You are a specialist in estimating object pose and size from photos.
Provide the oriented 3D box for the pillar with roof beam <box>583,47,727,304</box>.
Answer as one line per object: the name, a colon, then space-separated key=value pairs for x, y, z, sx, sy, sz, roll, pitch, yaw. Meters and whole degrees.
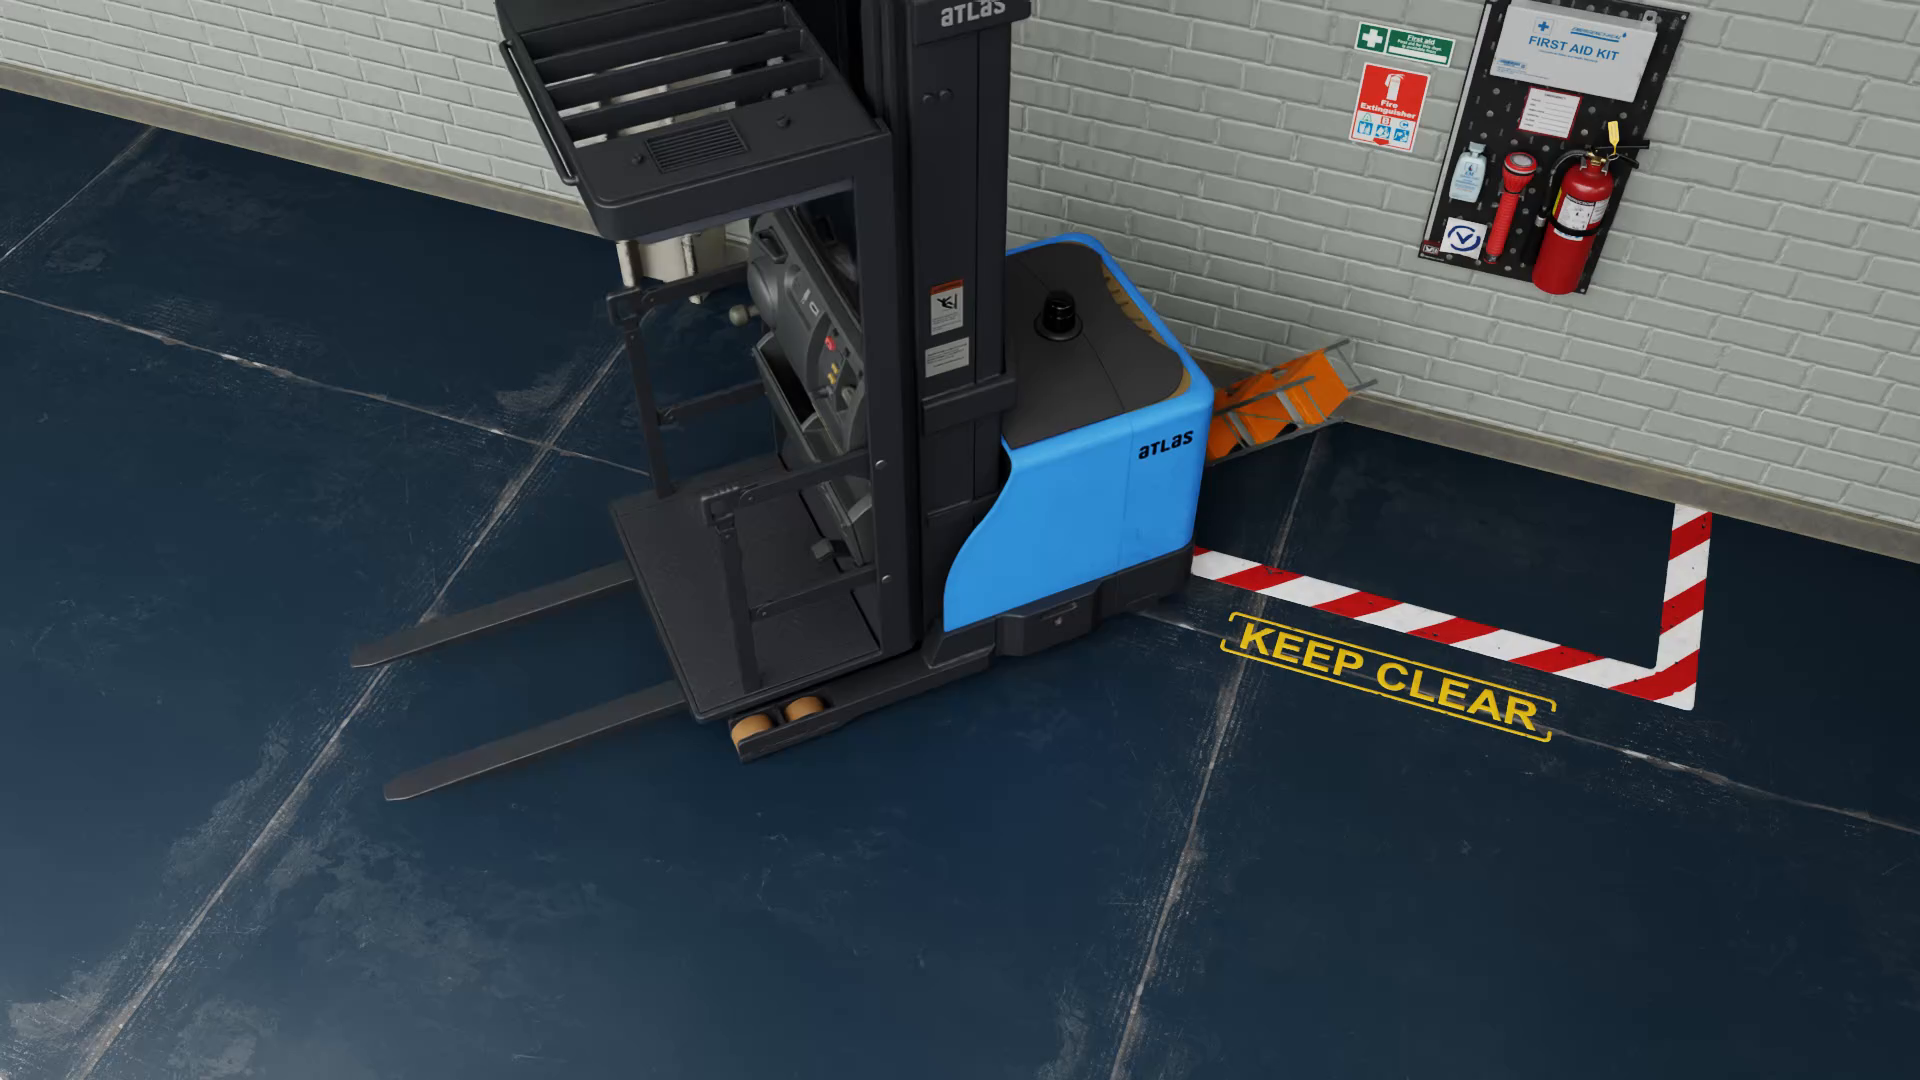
pillar with roof beam: x=-2.800 y=-1.126 z=1.637 sx=0.400 sy=9.000 sz=9.100 roll=16 pitch=51 yaw=13

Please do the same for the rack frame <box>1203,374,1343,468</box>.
rack frame: x=1.041 y=-0.413 z=6.345 sx=0.008 sy=1.050 sz=0.200 roll=-43 pitch=102 yaw=-30

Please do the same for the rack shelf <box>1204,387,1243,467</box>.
rack shelf: x=0.974 y=-0.433 z=6.650 sx=0.240 sy=0.259 sz=0.215 roll=-43 pitch=102 yaw=-30

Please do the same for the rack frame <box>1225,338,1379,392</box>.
rack frame: x=1.196 y=-0.555 z=6.468 sx=0.008 sy=1.050 sz=0.200 roll=-43 pitch=102 yaw=-30

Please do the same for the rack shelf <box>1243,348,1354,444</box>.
rack shelf: x=1.256 y=-0.533 z=6.175 sx=0.240 sy=0.259 sz=0.215 roll=-43 pitch=102 yaw=-30

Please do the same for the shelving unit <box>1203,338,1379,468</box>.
shelving unit: x=1.119 y=-0.484 z=6.406 sx=0.252 sy=1.050 sz=0.215 roll=-43 pitch=102 yaw=-30

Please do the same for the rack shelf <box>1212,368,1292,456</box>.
rack shelf: x=1.114 y=-0.482 z=6.415 sx=0.240 sy=0.259 sz=0.215 roll=-43 pitch=102 yaw=-30

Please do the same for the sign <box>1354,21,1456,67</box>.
sign: x=1.534 y=-1.711 z=5.740 sx=0.331 sy=0.109 sz=0.001 roll=16 pitch=51 yaw=13

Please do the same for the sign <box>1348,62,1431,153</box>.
sign: x=1.533 y=-1.545 z=5.947 sx=0.234 sy=0.329 sz=0.001 roll=16 pitch=51 yaw=13

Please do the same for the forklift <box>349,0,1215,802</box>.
forklift: x=-0.675 y=-0.639 z=5.231 sx=3.031 sy=2.935 sz=1.130 roll=-19 pitch=52 yaw=-16

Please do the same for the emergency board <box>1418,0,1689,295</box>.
emergency board: x=2.016 y=-1.315 z=5.772 sx=0.643 sy=1.169 sz=0.194 roll=16 pitch=51 yaw=13

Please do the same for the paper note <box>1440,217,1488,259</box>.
paper note: x=1.873 y=-1.122 z=6.187 sx=0.142 sy=0.148 sz=0.016 roll=16 pitch=51 yaw=13
